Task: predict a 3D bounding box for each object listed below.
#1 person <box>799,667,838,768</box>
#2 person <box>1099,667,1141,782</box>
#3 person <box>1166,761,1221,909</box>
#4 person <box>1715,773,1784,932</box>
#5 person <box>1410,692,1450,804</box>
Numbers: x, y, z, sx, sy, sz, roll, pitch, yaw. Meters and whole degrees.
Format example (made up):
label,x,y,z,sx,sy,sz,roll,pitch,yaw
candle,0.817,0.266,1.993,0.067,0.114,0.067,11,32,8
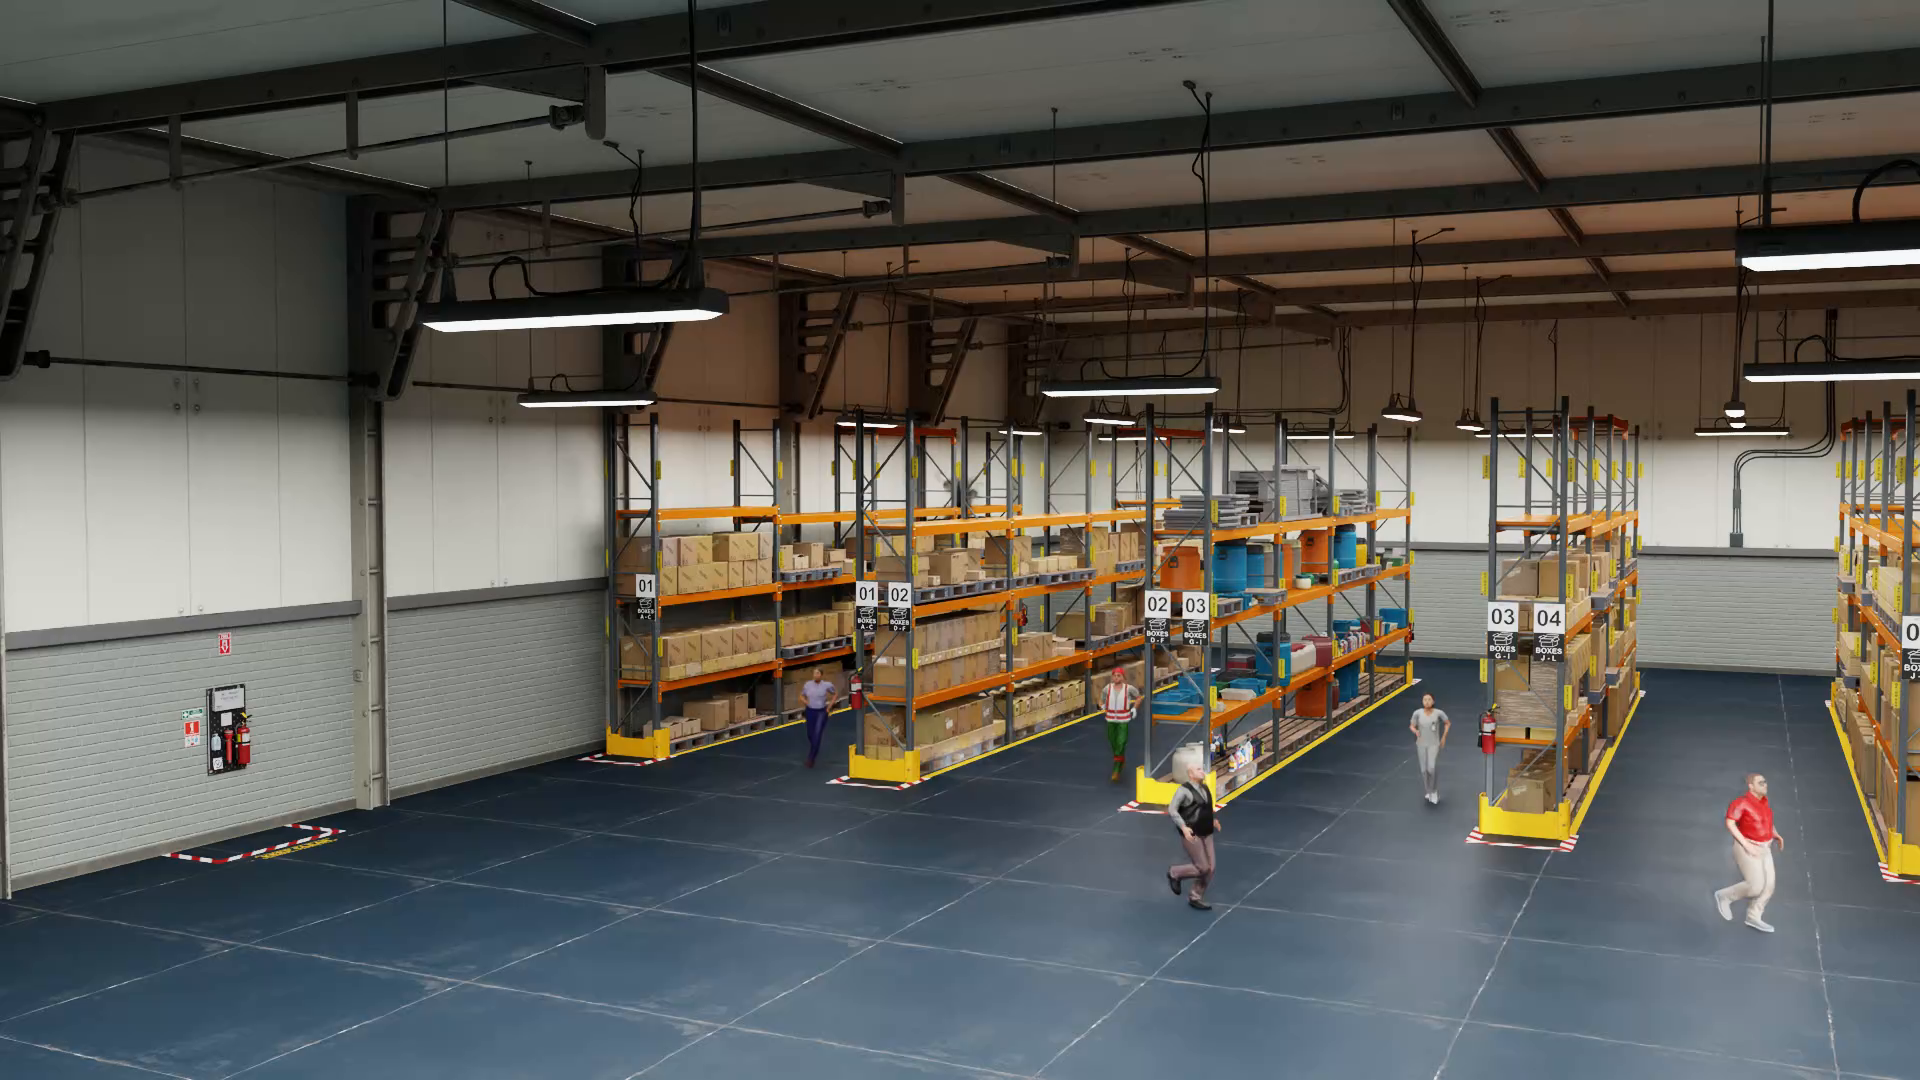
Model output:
label,x,y,z,sx,sy,sz,roll,pitch,yaw
person,-2.420,2.993,28.300,0.626,1.674,0.853,1,2,13
person,2.565,2.951,26.965,0.656,1.786,0.987,1,3,20
person,2.679,3.367,19.034,0.665,1.679,0.583,-2,3,-43
person,8.654,3.396,18.238,0.684,1.697,0.602,-2,3,-32
person,7.038,3.118,25.026,0.538,1.662,0.672,1,3,28
